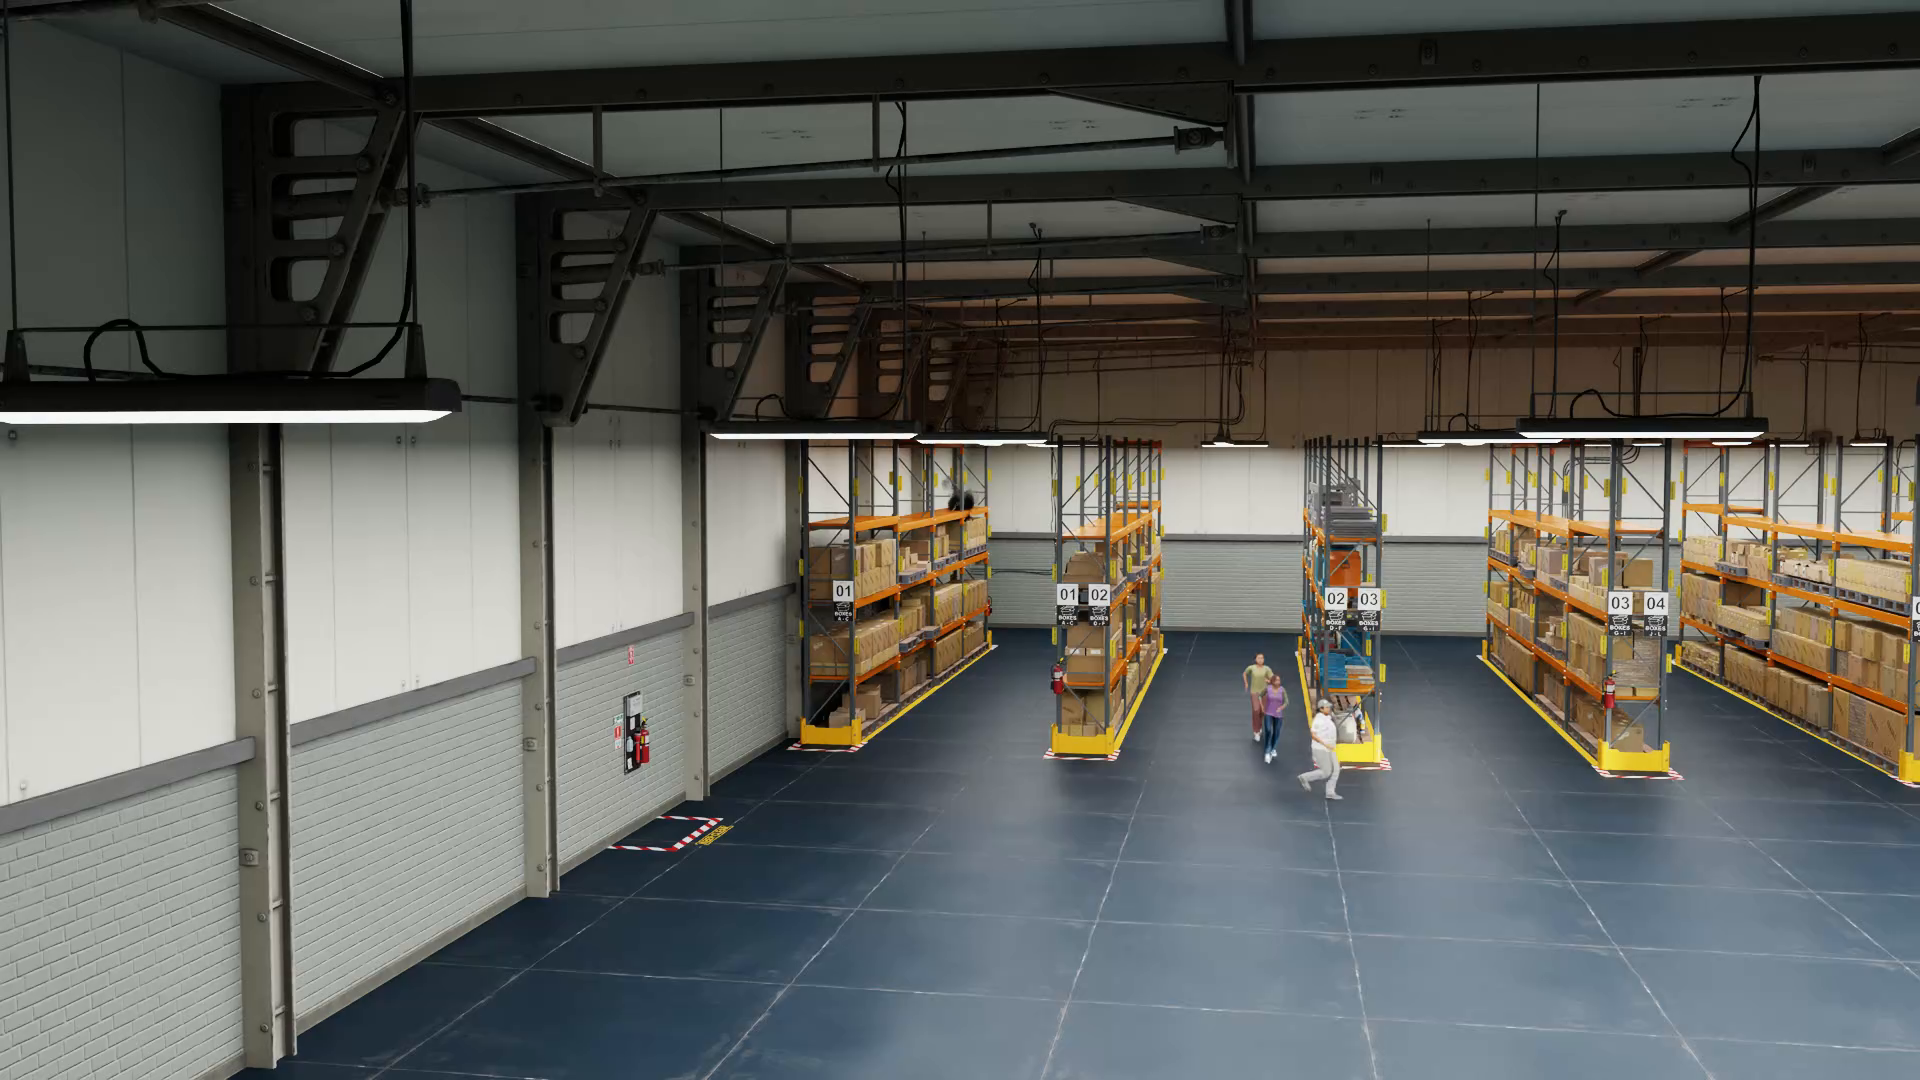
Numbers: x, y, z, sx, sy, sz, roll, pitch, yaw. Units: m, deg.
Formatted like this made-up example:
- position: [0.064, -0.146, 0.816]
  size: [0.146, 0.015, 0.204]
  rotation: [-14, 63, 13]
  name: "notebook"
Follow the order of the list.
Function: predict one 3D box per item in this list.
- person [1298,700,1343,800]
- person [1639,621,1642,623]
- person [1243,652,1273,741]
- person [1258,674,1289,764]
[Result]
- position: [5.943, 3.427, 27.282]
  size: [0.726, 1.628, 0.620]
  rotation: [2, 4, 31]
  name: "person"
- position: [15.546, 2.779, 38.147]
  size: [0.624, 1.831, 0.752]
  rotation: [0, 3, 1]
  name: "person"
- position: [5.950, 3.088, 33.080]
  size: [0.554, 1.721, 0.806]
  rotation: [0, 3, -2]
  name: "person"
- position: [5.761, 3.379, 30.682]
  size: [0.490, 1.407, 0.682]
  rotation: [0, 3, 3]
  name: "person"
